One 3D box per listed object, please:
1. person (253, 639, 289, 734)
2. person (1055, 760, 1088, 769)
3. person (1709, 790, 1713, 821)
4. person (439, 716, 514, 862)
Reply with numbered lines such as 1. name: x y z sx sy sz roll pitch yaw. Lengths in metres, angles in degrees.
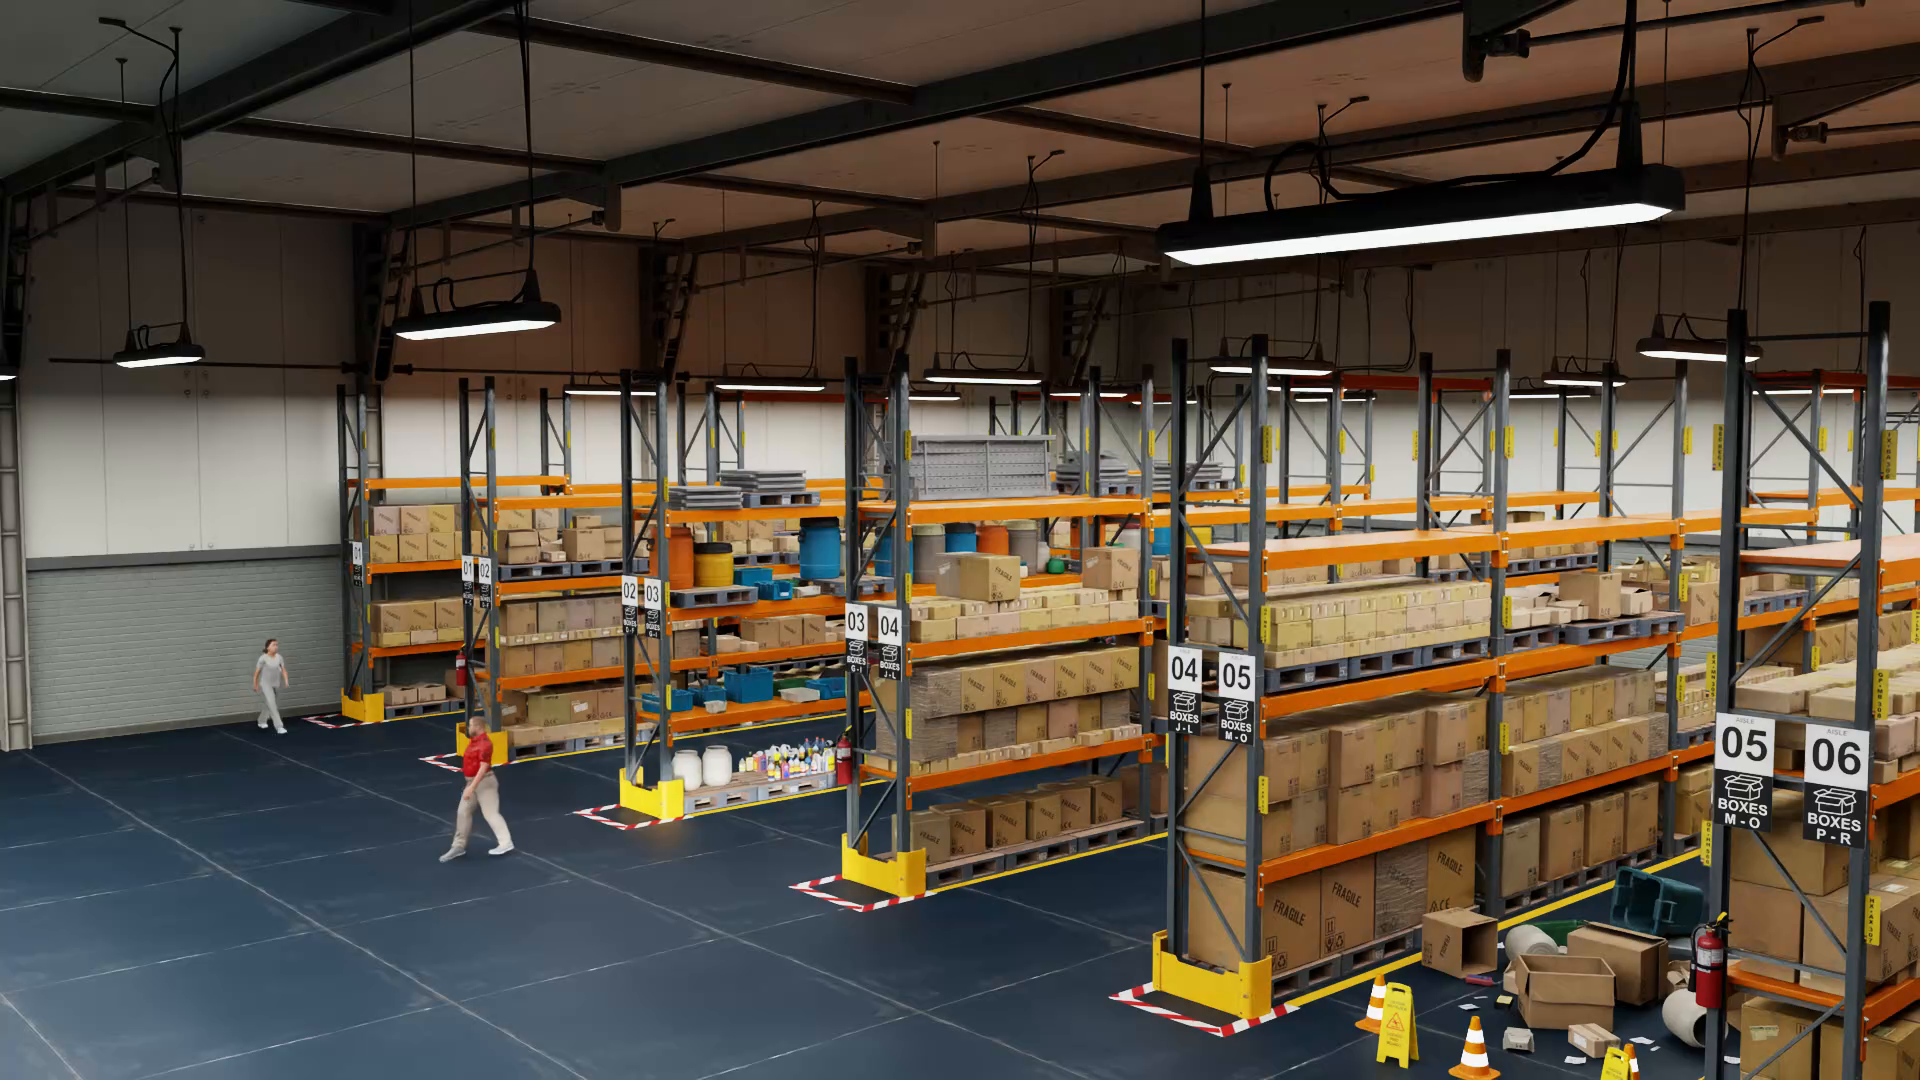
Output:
1. person: -11.743 2.476 28.365 1.076 1.593 0.499 4 5 43
2. person: 1.788 2.683 25.539 0.652 1.655 0.534 -4 5 -43
3. person: 8.285 3.180 17.912 0.450 1.732 0.595 4 5 44
4. person: -5.872 2.989 20.114 0.871 1.723 0.567 -3 5 -38
